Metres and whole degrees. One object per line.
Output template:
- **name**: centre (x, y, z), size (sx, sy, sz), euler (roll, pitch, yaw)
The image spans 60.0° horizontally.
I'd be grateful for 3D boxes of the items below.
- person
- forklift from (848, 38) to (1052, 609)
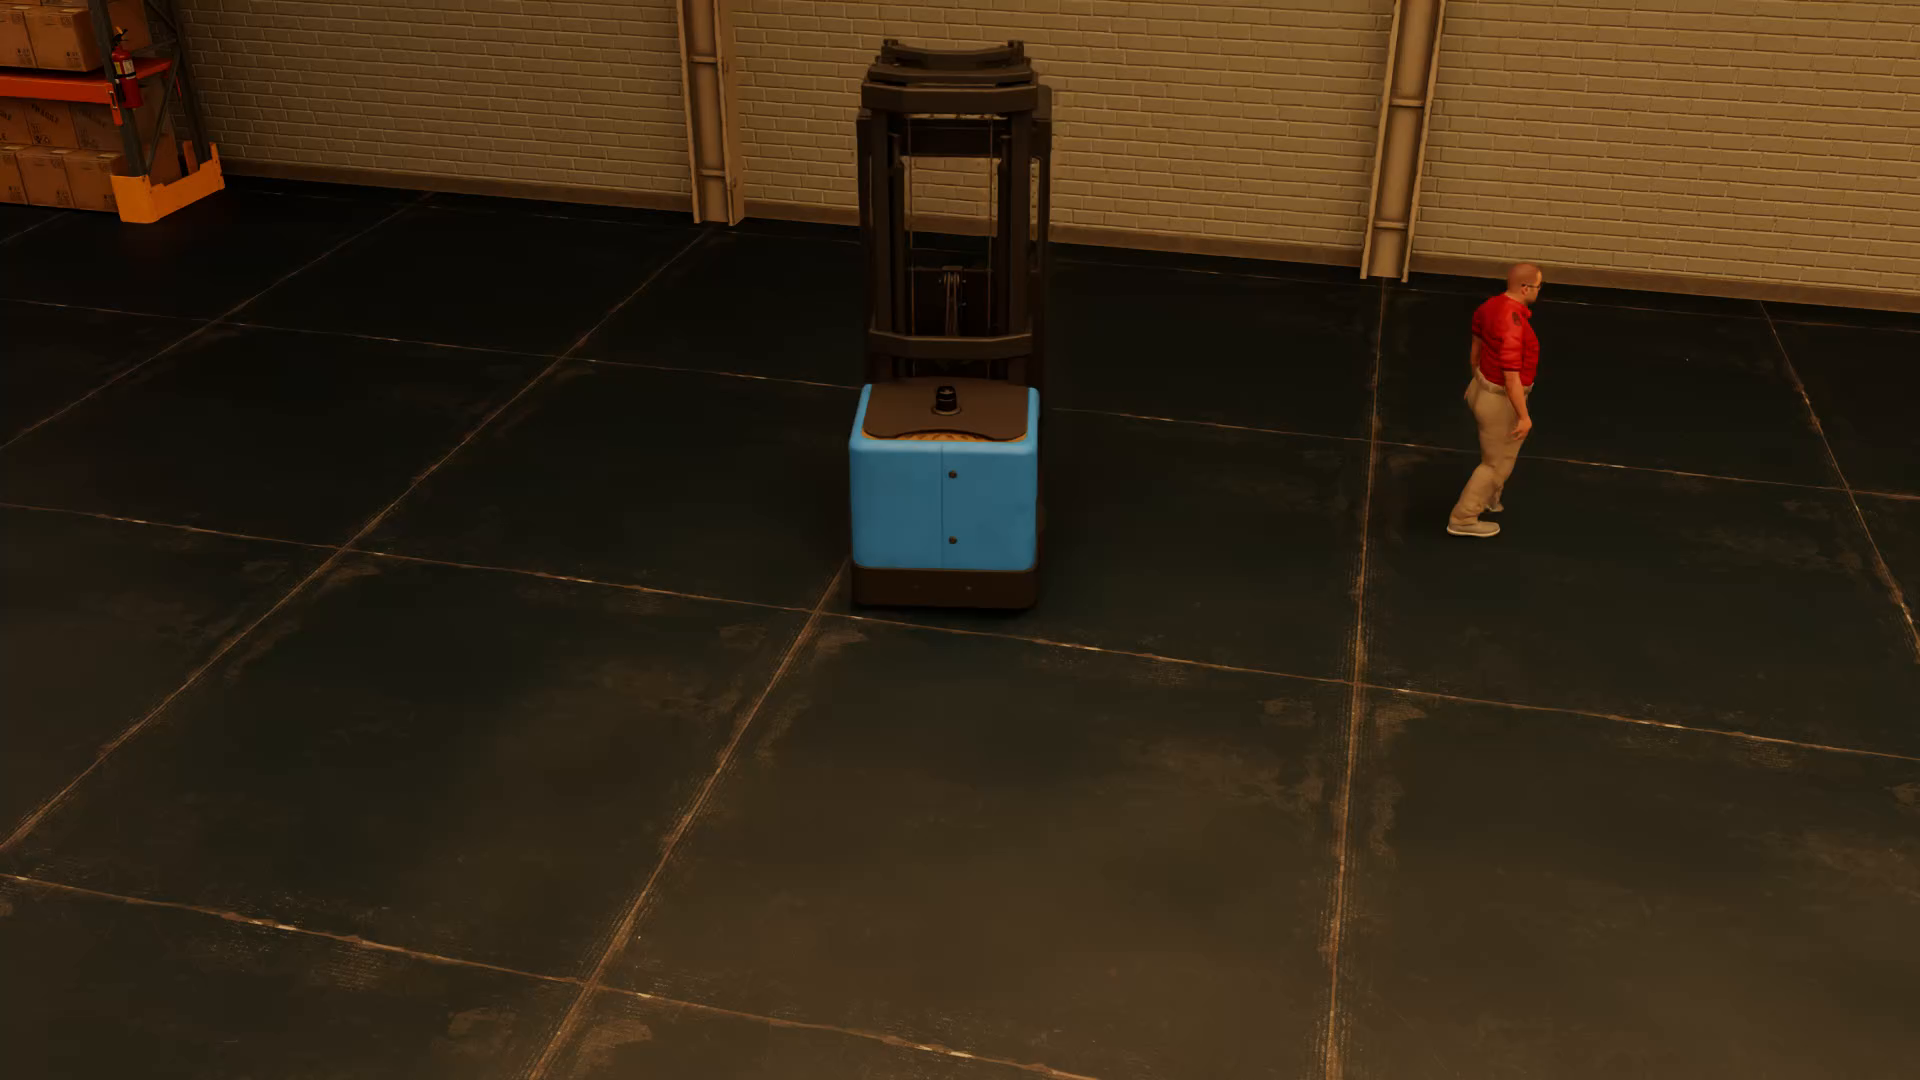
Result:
- **person**: centre (3.237, -0.797, 9.902), size (0.504, 1.787, 0.636), euler (-1, 30, -1)
- **forklift**: centre (-0.020, -1.582, 9.962), size (1.130, 2.935, 3.031), euler (1, 30, 3)
